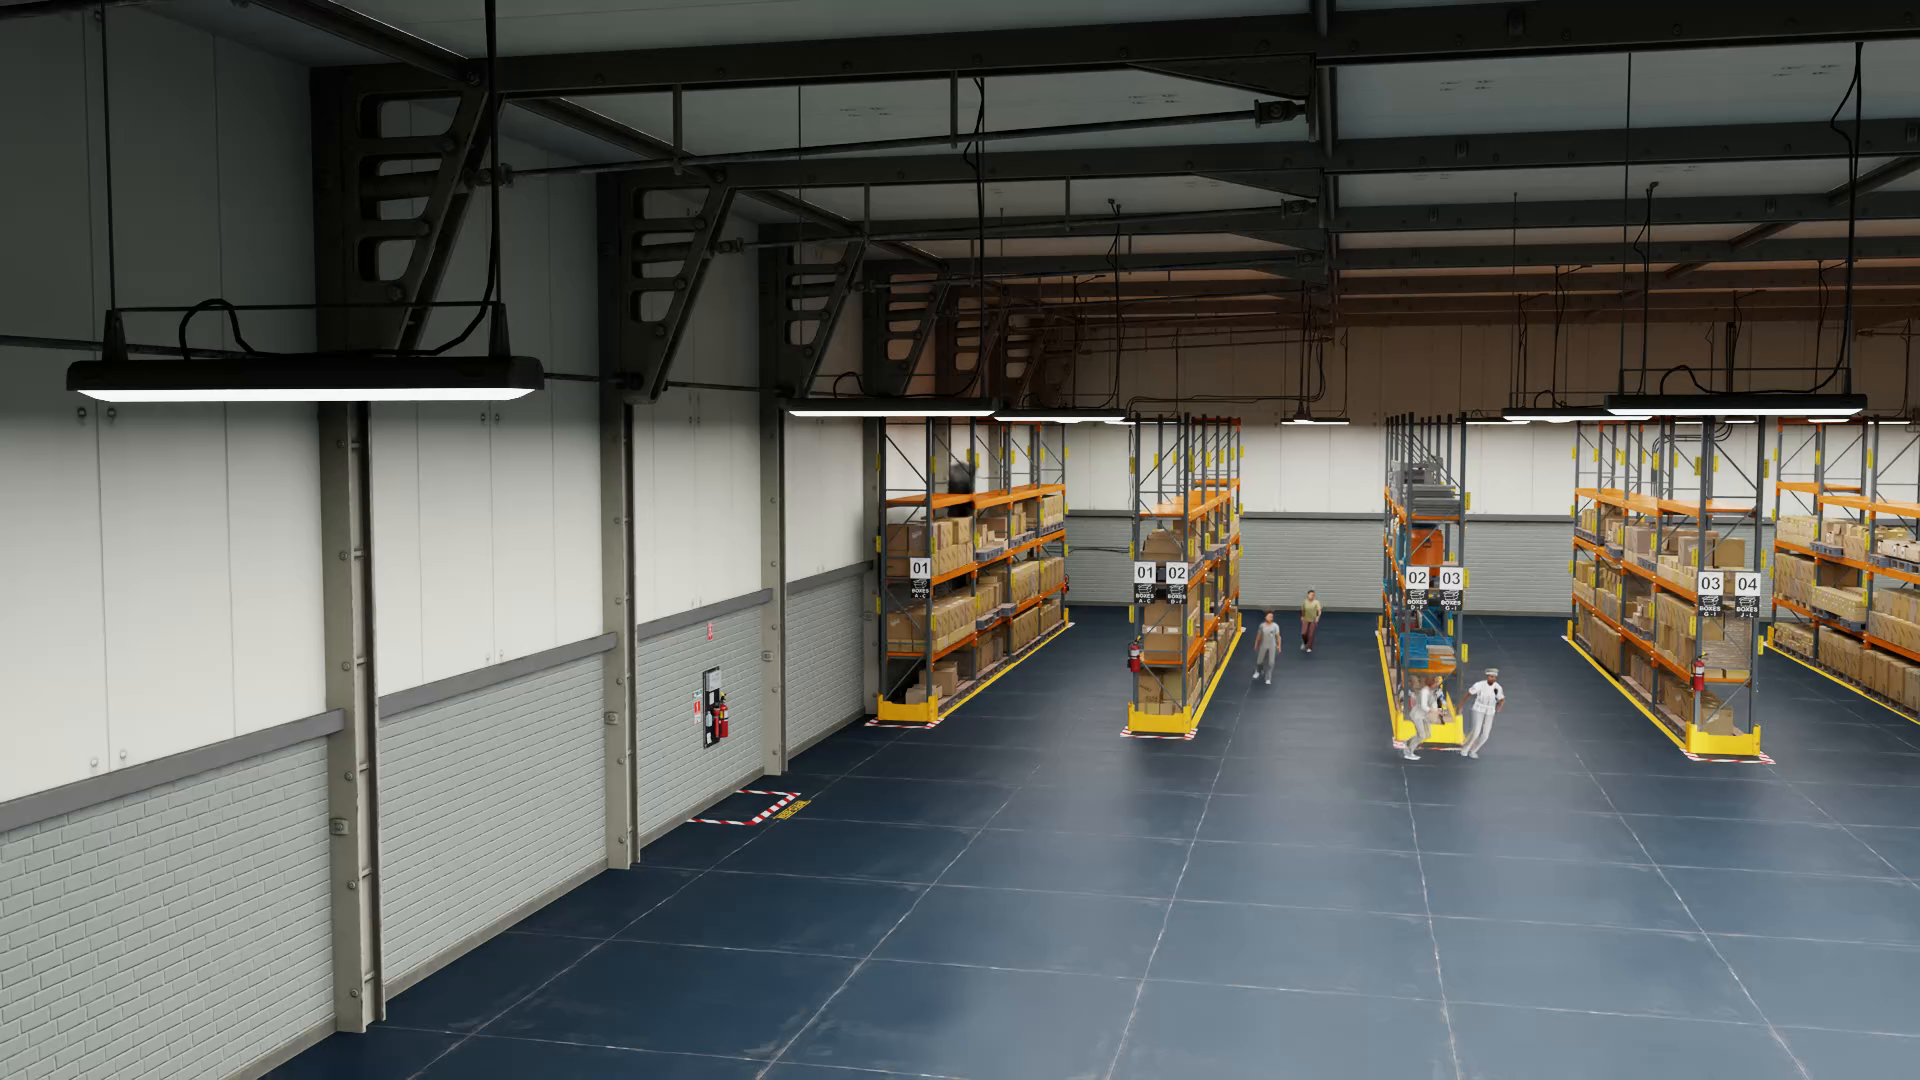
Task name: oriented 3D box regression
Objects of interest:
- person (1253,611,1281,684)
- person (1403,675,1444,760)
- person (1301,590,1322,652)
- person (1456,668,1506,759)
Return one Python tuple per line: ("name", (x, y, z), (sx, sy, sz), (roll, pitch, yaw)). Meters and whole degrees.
("person", (6.865, 2.386, 37.188), (0.616, 1.636, 0.645), (1, 4, 12))
("person", (7.954, 3.046, 28.568), (0.704, 1.491, 0.523), (2, 4, 30))
("person", (8.875, 2.059, 42.124), (0.573, 1.623, 0.713), (1, 4, 19))
("person", (9.056, 3.011, 28.733), (0.772, 1.612, 0.590), (-1, 4, -8))
